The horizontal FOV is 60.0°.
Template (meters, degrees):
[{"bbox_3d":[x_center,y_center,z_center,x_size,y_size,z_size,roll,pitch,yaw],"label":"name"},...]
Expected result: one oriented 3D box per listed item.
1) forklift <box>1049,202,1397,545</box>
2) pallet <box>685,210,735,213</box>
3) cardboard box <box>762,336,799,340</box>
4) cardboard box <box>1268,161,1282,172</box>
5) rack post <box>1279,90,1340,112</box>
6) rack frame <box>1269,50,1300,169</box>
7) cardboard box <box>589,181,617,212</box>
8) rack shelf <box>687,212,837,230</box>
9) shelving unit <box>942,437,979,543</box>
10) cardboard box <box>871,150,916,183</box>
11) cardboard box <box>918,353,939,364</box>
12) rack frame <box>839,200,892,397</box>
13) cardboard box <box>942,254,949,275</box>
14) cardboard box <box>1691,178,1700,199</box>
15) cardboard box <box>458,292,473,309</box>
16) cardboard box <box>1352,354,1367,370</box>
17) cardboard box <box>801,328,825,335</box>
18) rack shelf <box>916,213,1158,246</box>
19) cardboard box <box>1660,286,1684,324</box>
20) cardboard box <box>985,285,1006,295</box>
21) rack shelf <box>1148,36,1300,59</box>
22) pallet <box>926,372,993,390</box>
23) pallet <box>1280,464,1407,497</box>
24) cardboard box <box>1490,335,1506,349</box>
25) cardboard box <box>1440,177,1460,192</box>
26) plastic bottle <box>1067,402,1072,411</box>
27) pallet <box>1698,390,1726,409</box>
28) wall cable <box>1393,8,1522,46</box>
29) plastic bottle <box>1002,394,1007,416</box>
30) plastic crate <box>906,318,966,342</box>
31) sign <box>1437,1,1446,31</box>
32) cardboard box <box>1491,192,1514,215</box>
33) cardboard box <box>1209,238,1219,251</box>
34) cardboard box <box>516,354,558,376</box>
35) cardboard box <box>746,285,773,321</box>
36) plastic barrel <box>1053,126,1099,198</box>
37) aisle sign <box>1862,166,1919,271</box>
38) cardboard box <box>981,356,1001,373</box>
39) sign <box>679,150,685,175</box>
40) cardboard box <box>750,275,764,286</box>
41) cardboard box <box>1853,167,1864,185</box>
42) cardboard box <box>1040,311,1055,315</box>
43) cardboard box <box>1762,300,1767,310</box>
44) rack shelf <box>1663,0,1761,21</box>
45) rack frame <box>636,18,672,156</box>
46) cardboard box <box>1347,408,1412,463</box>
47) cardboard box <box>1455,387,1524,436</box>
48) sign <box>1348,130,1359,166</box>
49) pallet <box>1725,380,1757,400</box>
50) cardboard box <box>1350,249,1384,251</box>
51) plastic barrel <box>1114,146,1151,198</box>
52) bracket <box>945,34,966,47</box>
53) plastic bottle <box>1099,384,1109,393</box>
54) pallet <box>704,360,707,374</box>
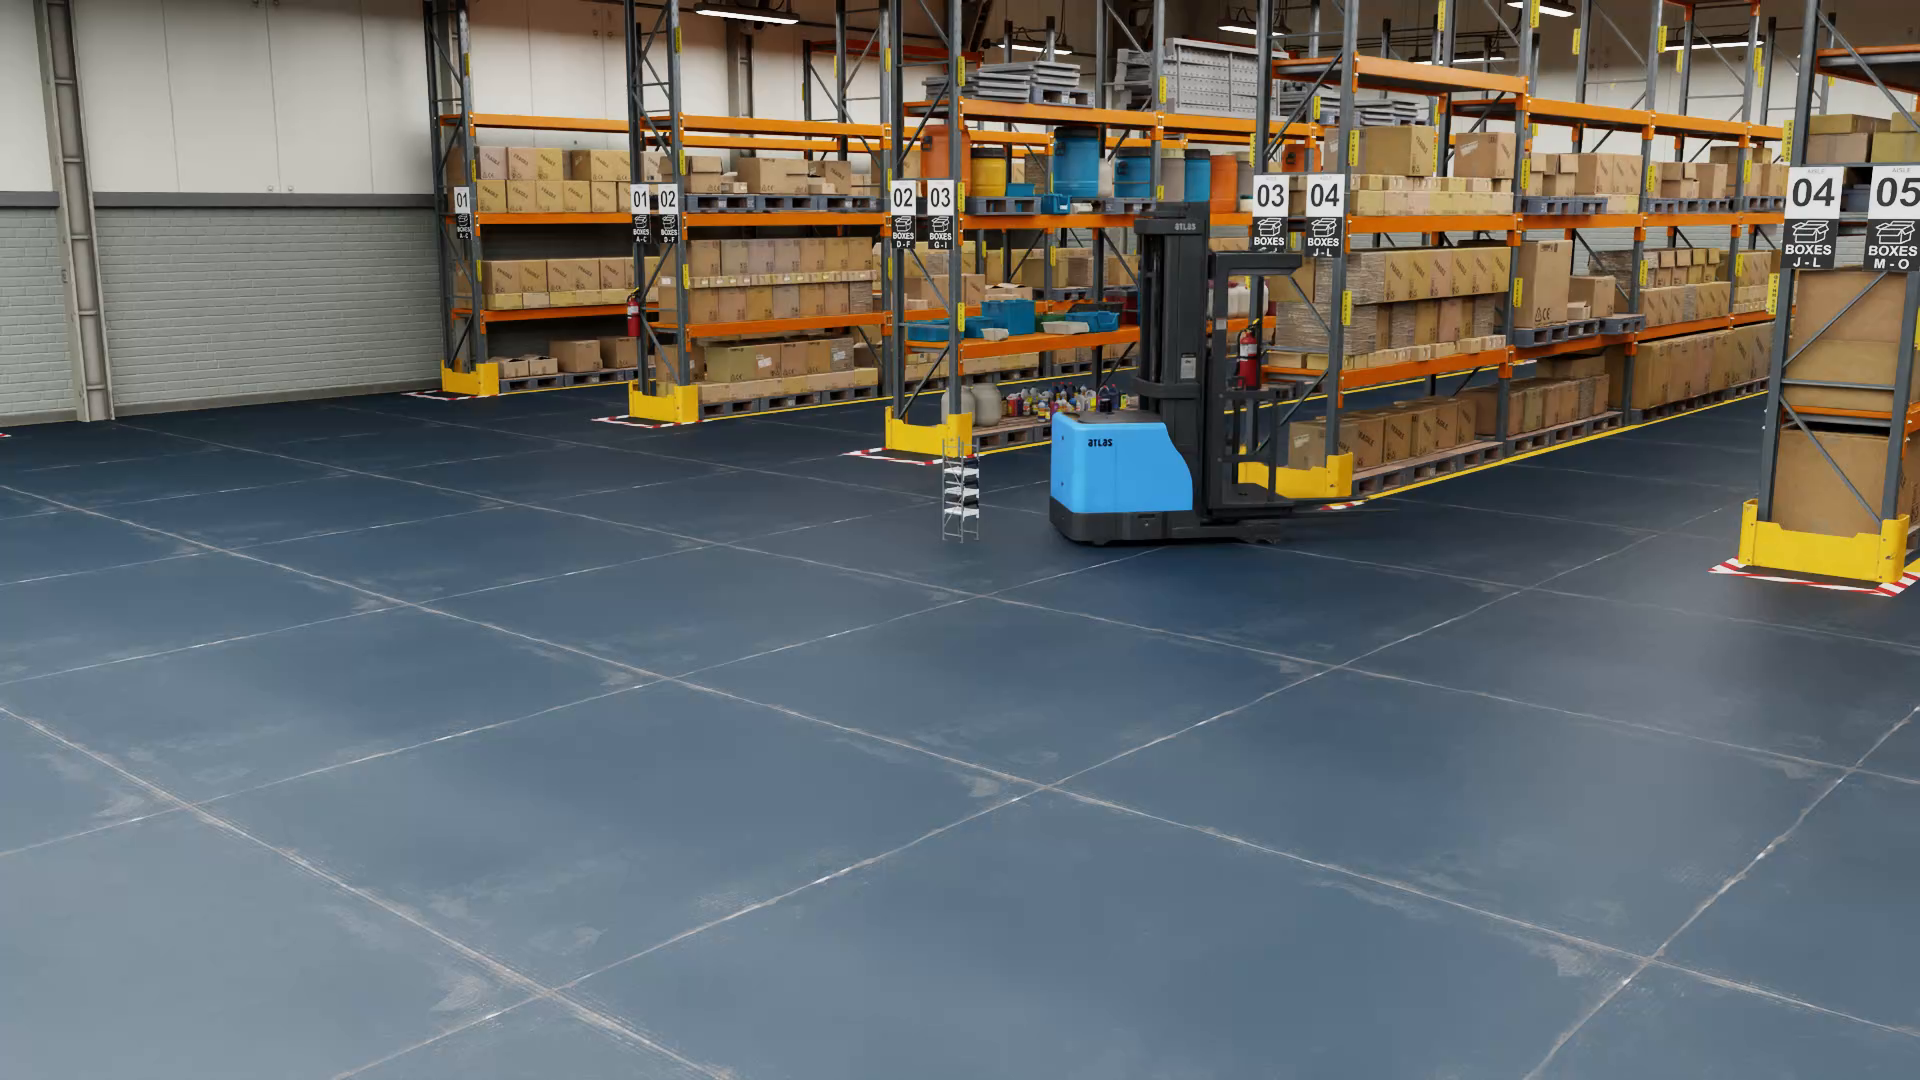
[{"bbox_3d":[2.381,-1.505,14.762,3.031,2.935,1.130,-2,11,-9],"label":"forklift"},{"bbox_3d":[-4.711,-5.853,29.179,1.213,0.211,1.003,10,15,40],"label":"pallet"},{"bbox_3d":[-2.676,-2.808,25.144,0.500,0.500,0.500,10,15,40],"label":"cardboard box"},{"bbox_3d":[6.119,-7.456,33.914,0.700,0.500,0.500,10,15,40],"label":"cardboard box"},{"bbox_3d":[5.331,-6.722,25.583,0.954,0.300,0.937,10,15,40],"label":"rack post"},{"bbox_3d":[6.446,-8.465,34.117,1.000,3.000,0.127,10,15,40],"label":"rack frame"},{"bbox_3d":[-6.027,-5.662,27.434,0.500,0.500,0.500,9,14,38],"label":"cardboard box"},{"bbox_3d":[-3.878,-5.810,30.319,1.077,0.370,4.000,10,15,40],"label":"rack shelf"},{"bbox_3d":[0.005,-0.442,14.629,0.258,0.900,0.210,10,15,40],"label":"shelving unit"},{"bbox_3d":[-1.038,-5.814,25.900,0.500,0.500,0.500,10,15,41],"label":"cardboard box"},{"bbox_3d":[-0.681,-2.992,26.547,0.500,0.311,0.500,10,15,40],"label":"cardboard box"},{"bbox_3d":[-1.475,-3.757,25.865,1.000,3.000,0.127,10,15,40],"label":"rack frame"},{"bbox_3d":[-0.362,-5.602,34.036,0.500,0.500,0.500,10,15,41],"label":"cardboard box"},{"bbox_3d":[10.453,-5.136,24.267,0.500,0.311,0.500,9,14,38],"label":"cardboard box"},{"bbox_3d":[-7.676,-3.839,26.605,0.500,0.250,0.500,10,15,41],"label":"cardboard box"},{"bbox_3d":[3.870,-1.810,16.755,0.380,0.149,0.250,10,15,40],"label":"cardboard box"},{"bbox_3d":[-2.994,-3.863,31.653,0.700,0.500,0.500,10,15,41],"label":"cardboard box"},{"bbox_3d":[0.923,-3.940,20.959,1.077,0.370,4.000,10,15,40],"label":"rack shelf"},{"bbox_3d":[9.804,-3.302,23.329,0.500,0.500,0.500,9,15,39],"label":"cardboard box"},{"bbox_3d":[0.430,-4.196,28.287,0.500,0.311,0.500,10,15,40],"label":"cardboard box"},{"bbox_3d":[5.126,-9.448,32.389,1.077,0.370,4.000,10,15,40],"label":"rack shelf"},{"bbox_3d":[-0.213,-2.684,27.609,1.003,0.211,1.213,10,15,40],"label":"pallet"},{"bbox_3d":[3.936,-0.646,17.408,1.003,0.211,1.213,10,15,40],"label":"pallet"},{"bbox_3d":[6.043,-2.283,19.126,0.380,0.149,0.250,10,15,40],"label":"cardboard box"},{"bbox_3d":[5.100,-3.789,17.731,0.380,0.149,0.250,11,16,43],"label":"cardboard box"},{"bbox_3d":[1.391,-1.678,21.473,0.097,0.201,0.097,0,11,0],"label":"plastic bottle"},{"bbox_3d":[10.792,-2.162,24.999,1.003,0.211,1.213,10,15,40],"label":"pallet"},{"bbox_3d":[11.082,-12.325,36.865,3.097,2.526,0.112,10,15,40],"label":"wall cable"},{"bbox_3d":[0.549,-1.758,21.667,0.061,0.283,0.133,10,15,42],"label":"plastic bottle"},{"bbox_3d":[-0.291,-2.567,20.286,0.499,0.251,0.616,10,15,40],"label":"plastic crate"},{"bbox_3d":[5.543,-6.025,19.110,0.100,0.325,0.005,10,15,40],"label":"sign"},{"bbox_3d":[5.859,-3.773,18.666,0.500,0.250,0.500,11,15,42],"label":"cardboard box"},{"bbox_3d":[4.668,-5.583,32.196,0.500,0.500,0.500,9,15,39],"label":"cardboard box"},{"bbox_3d":[-6.938,-2.880,27.214,0.500,0.311,0.500,-11,15,-43],"label":"cardboard box"},{"bbox_3d":[-3.123,-3.435,23.996,0.700,0.500,0.500,10,15,41],"label":"cardboard box"},{"bbox_3d":[1.506,-4.907,21.608,0.600,0.901,0.708,10,15,40],"label":"plastic barrel"},{"bbox_3d":[7.161,-2.457,12.717,0.394,0.787,0.004,10,15,40],"label":"aisle sign"},{"bbox_3d":[0.330,-2.945,27.744,0.500,0.250,0.500,10,15,42],"label":"cardboard box"},{"bbox_3d":[-3.702,-5.035,22.168,0.100,0.325,0.005,10,15,40],"label":"sign"},{"bbox_3d":[-3.014,-3.718,23.756,0.380,0.149,0.250,9,14,38],"label":"cardboard box"},{"bbox_3d":[7.114,-2.964,13.547,0.380,0.149,0.250,10,15,41],"label":"cardboard box"},{"bbox_3d":[1.674,-4.879,36.792,0.700,0.500,0.500,9,14,39],"label":"cardboard box"},{"bbox_3d":[12.545,-3.721,26.325,0.380,0.149,0.250,10,15,41],"label":"cardboard box"},{"bbox_3d":[9.925,-7.578,23.027,1.077,0.370,4.000,10,15,40],"label":"rack shelf"},{"bbox_3d":[-5.199,-7.339,28.481,1.000,3.000,0.127,10,15,40],"label":"rack frame"},{"bbox_3d":[4.545,-1.139,18.068,0.500,0.500,0.500,-10,15,-42],"label":"cardboard box"},{"bbox_3d":[6.385,-1.554,20.090,0.700,0.500,0.500,8,14,36],"label":"cardboard box"},{"bbox_3d":[3.731,-3.717,15.773,0.100,0.325,0.005,10,15,40],"label":"sign"},{"bbox_3d":[11.805,-2.387,26.125,1.003,0.211,1.213,10,15,40],"label":"pallet"},{"bbox_3d":[4.159,-2.833,17.670,0.500,0.500,0.500,10,15,40],"label":"cardboard box"},{"bbox_3d":[2.416,-4.936,22.828,0.600,0.901,0.708,10,15,40],"label":"plastic barrel"},{"bbox_3d":[-0.113,-10.389,34.562,0.235,0.232,0.430,10,15,40],"label":"bracket"},{"bbox_3d":[1.926,-1.920,22.305,0.144,0.351,0.185,10,15,40],"label":"plastic bottle"},{"bbox_3d":[-4.686,-3.145,29.917,1.003,0.211,1.213,10,15,40],"label":"pallet"}]
